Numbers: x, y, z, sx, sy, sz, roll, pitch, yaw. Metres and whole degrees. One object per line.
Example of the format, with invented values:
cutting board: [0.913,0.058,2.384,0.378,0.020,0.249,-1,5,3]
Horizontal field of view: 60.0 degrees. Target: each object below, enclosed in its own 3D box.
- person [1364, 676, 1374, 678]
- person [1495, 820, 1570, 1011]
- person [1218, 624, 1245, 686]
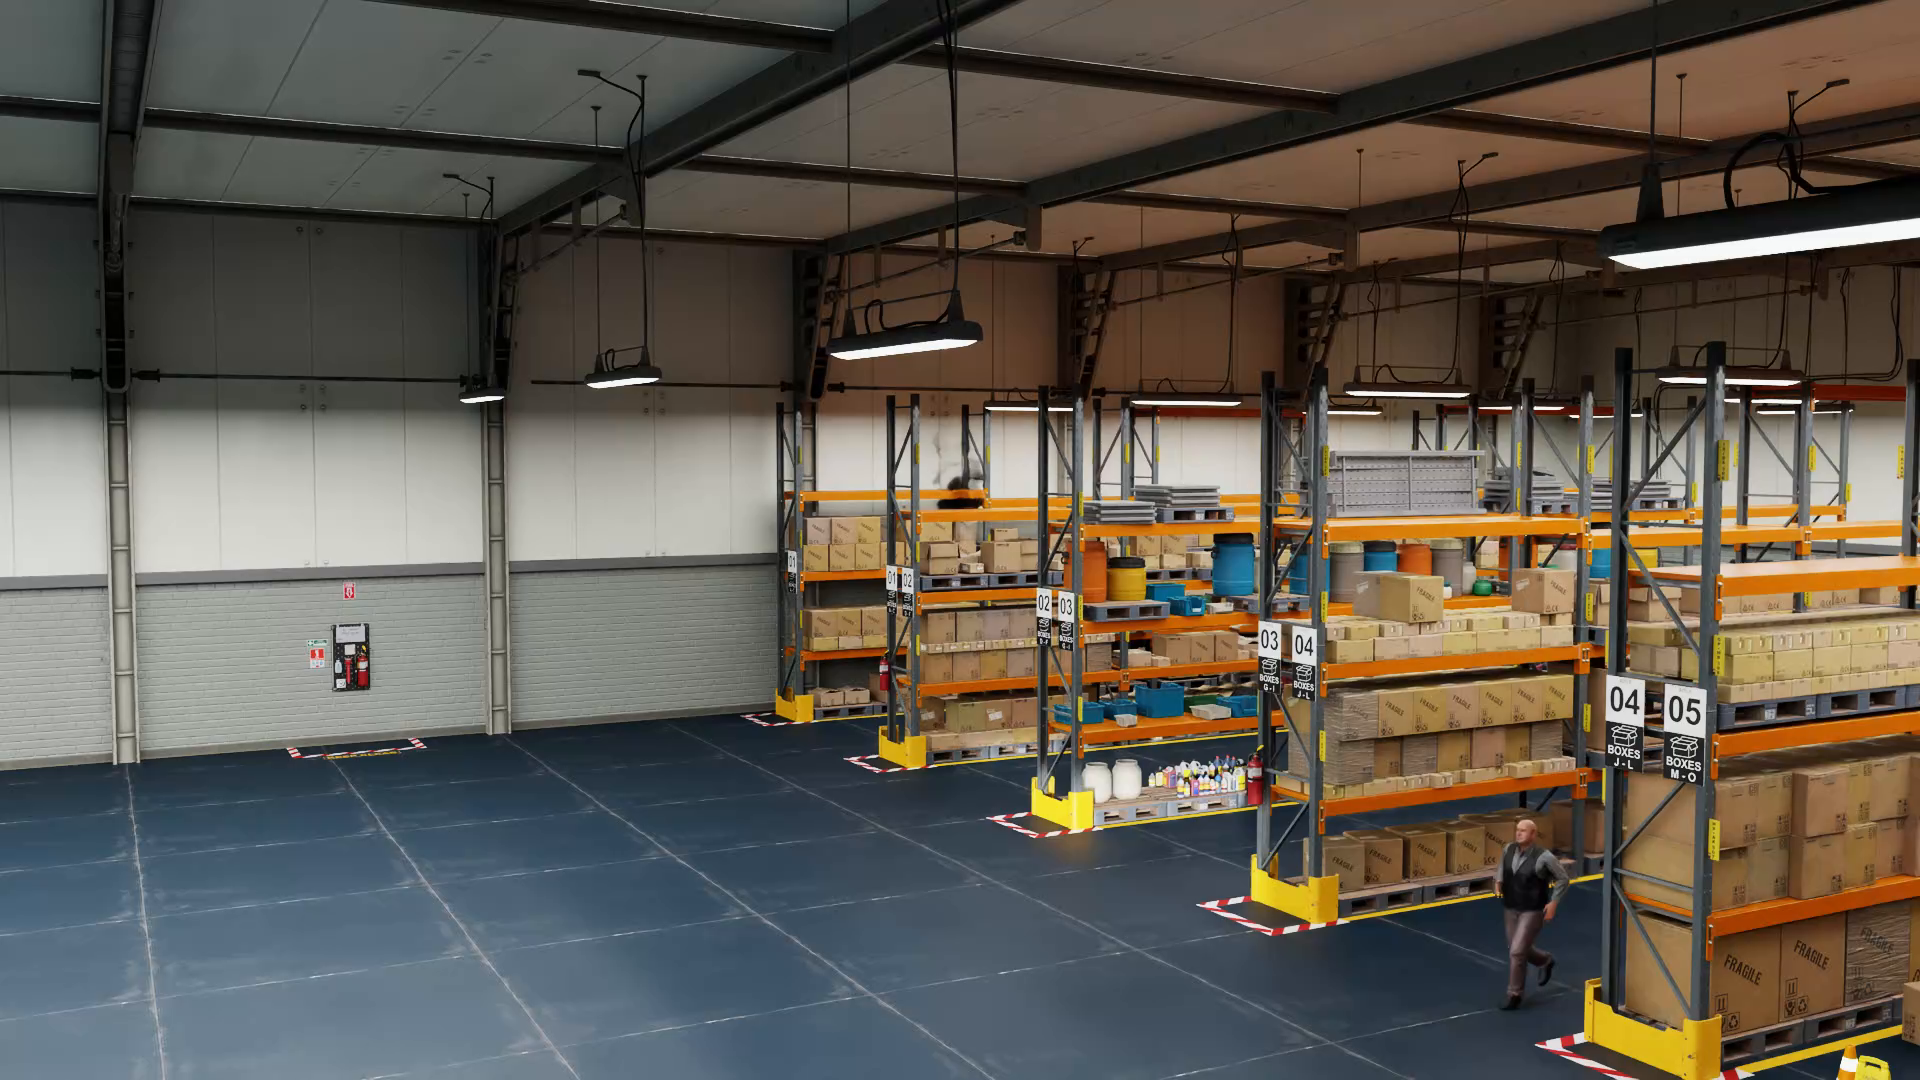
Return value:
person: [6.684,2.720,27.876,0.909,1.815,0.610,-3,4,-44]
person: [5.276,3.448,15.463,0.833,1.722,0.697,-2,4,-32]
person: [5.328,2.456,32.471,0.653,1.748,0.698,-2,4,-27]
